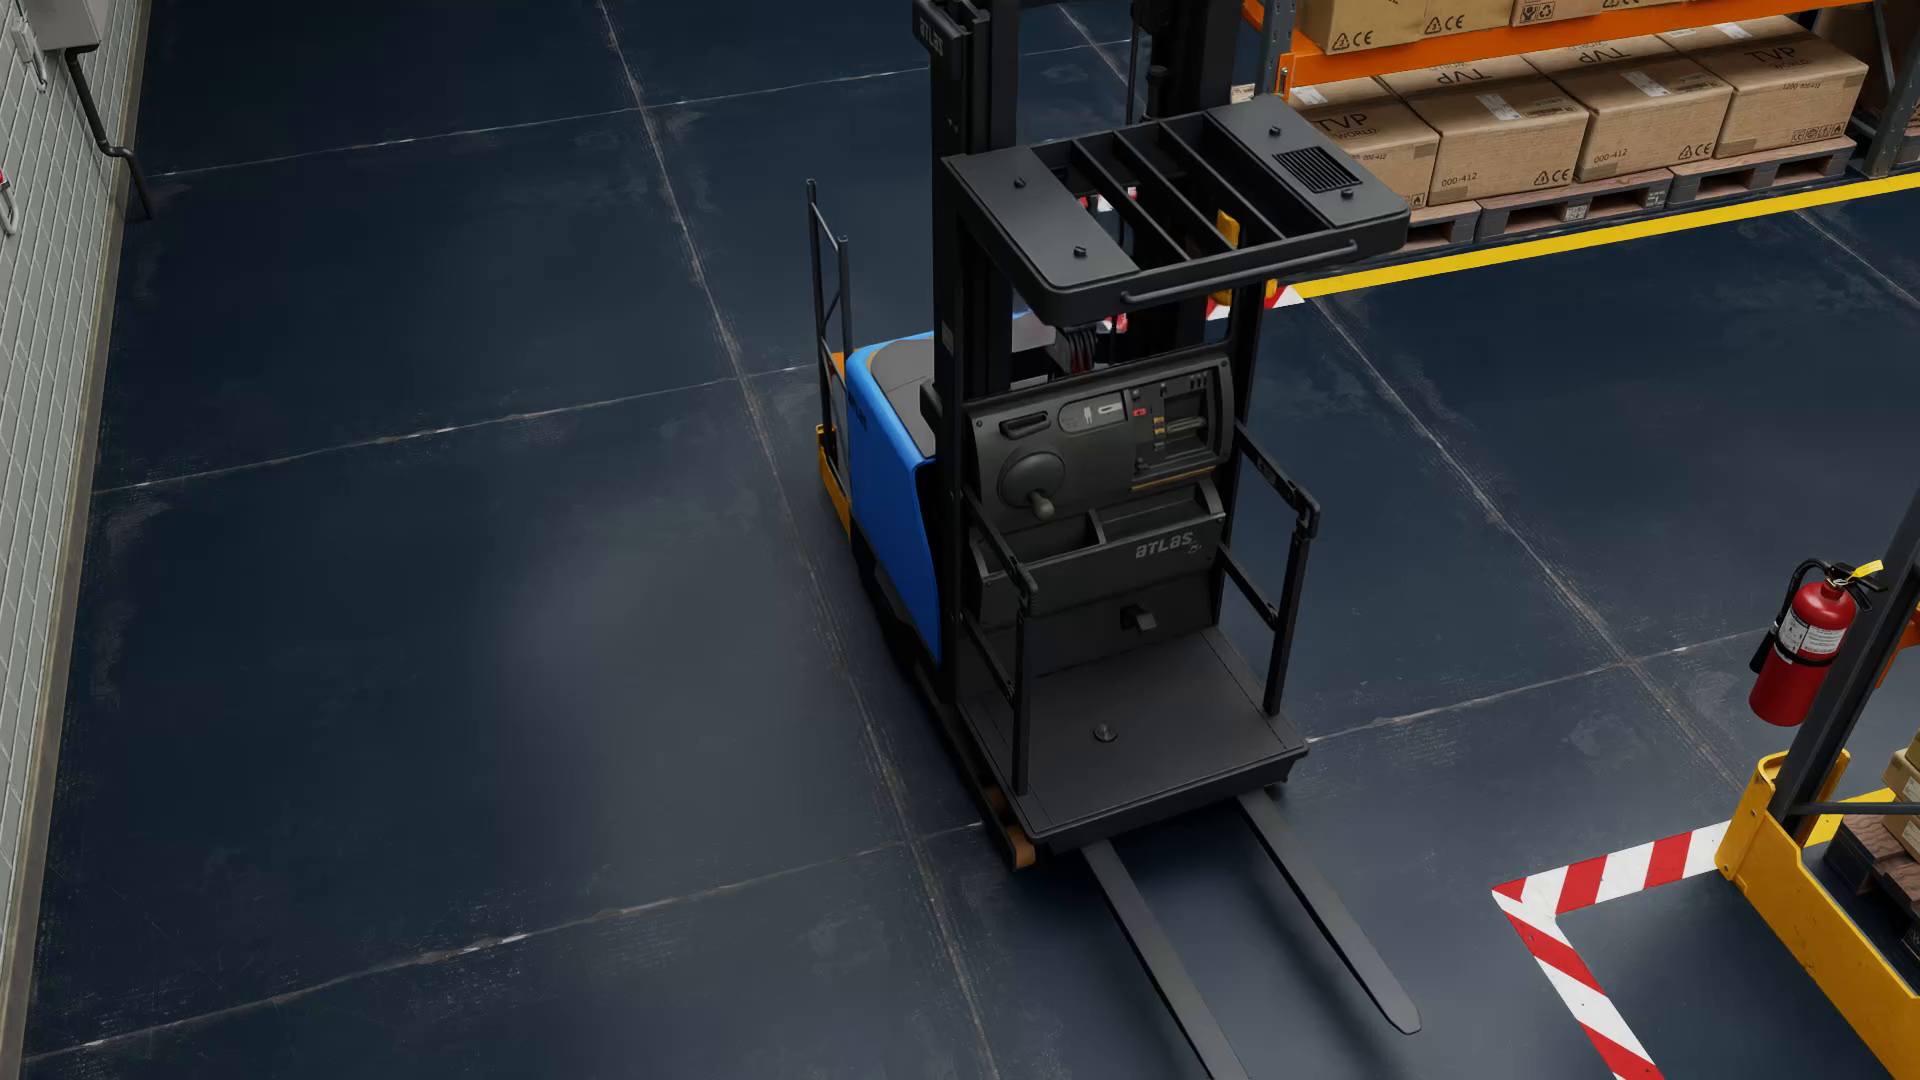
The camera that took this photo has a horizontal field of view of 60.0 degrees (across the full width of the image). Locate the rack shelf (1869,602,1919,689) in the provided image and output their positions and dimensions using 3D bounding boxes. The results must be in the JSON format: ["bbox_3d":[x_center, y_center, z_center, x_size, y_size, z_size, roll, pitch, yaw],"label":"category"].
[{"bbox_3d":[4.850,0.220,5.265,4.000,0.370,1.077,-12,42,-13],"label":"rack shelf"}]

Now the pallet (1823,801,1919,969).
[{"bbox_3d":[3.801,1.241,5.669,1.213,0.211,1.003,-12,42,-13],"label":"pallet"}]

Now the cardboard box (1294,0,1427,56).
[{"bbox_3d":[1.903,-2.695,7.978,0.500,0.500,0.500,-12,43,-13],"label":"cardboard box"}]

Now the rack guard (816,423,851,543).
[{"bbox_3d":[-0.516,-0.244,7.340,0.087,0.250,0.587,-13,43,-14],"label":"rack guard"}]

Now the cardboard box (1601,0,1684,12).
[{"bbox_3d":[3.341,-3.011,8.340,0.500,0.500,0.500,-10,42,-12],"label":"cardboard box"}]

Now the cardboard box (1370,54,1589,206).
[{"bbox_3d":[2.829,-2.315,9.248,0.875,0.438,0.875,-11,42,-12],"label":"cardboard box"}]

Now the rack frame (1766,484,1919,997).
[{"bbox_3d":[2.943,0.344,4.576,0.127,3.000,1.000,-12,42,-13],"label":"rack frame"}]

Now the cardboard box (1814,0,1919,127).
[{"bbox_3d":[5.742,-3.063,9.772,0.875,0.875,0.875,-10,42,-12],"label":"cardboard box"}]

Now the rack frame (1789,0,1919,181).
[{"bbox_3d":[5.175,-3.533,9.014,0.127,3.000,1.000,-12,42,-13],"label":"rack frame"}]

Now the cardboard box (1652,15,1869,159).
[{"bbox_3d":[4.543,-2.669,9.654,0.875,0.438,0.875,-12,43,-14],"label":"cardboard box"}]

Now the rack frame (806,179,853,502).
[{"bbox_3d":[-0.517,-0.715,6.928,0.032,1.500,0.500,-13,43,-14],"label":"rack frame"}]

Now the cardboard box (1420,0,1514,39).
[{"bbox_3d":[2.377,-2.812,8.113,0.500,0.500,0.500,-12,43,-14],"label":"cardboard box"}]

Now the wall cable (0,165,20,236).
[{"bbox_3d":[-4.012,-2.008,6.472,0.123,1.953,0.585,-12,42,-13],"label":"wall cable"}]

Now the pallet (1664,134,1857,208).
[{"bbox_3d":[4.426,-2.381,9.815,1.213,0.211,1.003,-12,42,-13],"label":"pallet"}]

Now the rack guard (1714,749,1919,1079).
[{"bbox_3d":[3.015,1.271,5.416,0.348,0.500,1.175,-12,42,-13],"label":"rack guard"}]

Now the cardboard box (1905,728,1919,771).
[{"bbox_3d":[3.371,0.772,5.482,0.250,0.149,0.380,-11,42,-13],"label":"cardboard box"}]

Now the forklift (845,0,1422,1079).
[{"bbox_3d":[0.561,-0.256,5.315,1.130,2.935,3.031,-15,43,-16],"label":"forklift"}]

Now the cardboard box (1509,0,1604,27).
[{"bbox_3d":[2.868,-2.901,8.215,0.500,0.500,0.500,-12,43,-13],"label":"cardboard box"}]

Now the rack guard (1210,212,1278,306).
[{"bbox_3d":[1.336,-1.796,8.926,0.348,0.500,1.175,-12,42,-13],"label":"rack guard"}]

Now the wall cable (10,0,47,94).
[{"bbox_3d":[-4.449,-2.883,7.498,0.122,1.984,0.588,-12,42,-13],"label":"wall cable"}]

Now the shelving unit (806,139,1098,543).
[{"bbox_3d":[-0.045,-0.821,7.049,1.083,1.500,0.587,-13,43,-14],"label":"shelving unit"}]

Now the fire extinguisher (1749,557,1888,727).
[{"bbox_3d":[2.564,0.274,4.999,0.183,0.674,0.296,-12,42,-13],"label":"fire extinguisher"}]

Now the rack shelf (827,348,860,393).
[{"bbox_3d":[-0.036,-0.687,7.170,1.000,0.185,0.538,-13,43,-14],"label":"rack shelf"}]

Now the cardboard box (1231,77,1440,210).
[{"bbox_3d":[1.959,-2.129,9.035,0.875,0.438,0.875,-13,43,-15],"label":"cardboard box"}]

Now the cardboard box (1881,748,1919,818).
[{"bbox_3d":[3.360,0.864,5.602,0.250,0.149,0.380,-13,43,-14],"label":"cardboard box"}]

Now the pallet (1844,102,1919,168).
[{"bbox_3d":[5.888,-2.682,10.160,1.213,0.211,1.003,-12,42,-13],"label":"pallet"}]

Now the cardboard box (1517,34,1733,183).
[{"bbox_3d":[3.690,-2.492,9.451,0.875,0.438,0.875,-13,43,-14],"label":"cardboard box"}]

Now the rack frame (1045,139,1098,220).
[{"bbox_3d":[0.445,-0.931,7.175,0.032,1.500,0.500,-13,43,-14],"label":"rack frame"}]

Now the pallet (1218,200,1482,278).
[{"bbox_3d":[2.098,-1.899,9.263,1.213,0.211,1.003,-12,42,-13],"label":"pallet"}]

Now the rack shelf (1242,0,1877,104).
[{"bbox_3d":[3.267,-2.867,8.798,4.000,0.370,1.077,-12,42,-13],"label":"rack shelf"}]

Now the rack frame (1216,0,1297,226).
[{"bbox_3d":[1.359,-2.742,8.109,0.127,3.000,1.000,-12,42,-13],"label":"rack frame"}]

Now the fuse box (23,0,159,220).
[{"bbox_3d":[-4.504,-2.475,8.782,0.414,1.711,0.539,-12,42,-13],"label":"fuse box"}]

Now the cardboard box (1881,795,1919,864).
[{"bbox_3d":[3.382,1.025,5.645,0.250,0.149,0.380,-11,42,-12],"label":"cardboard box"}]

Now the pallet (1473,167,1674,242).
[{"bbox_3d":[3.260,-2.138,9.537,1.213,0.211,1.003,-12,42,-13],"label":"pallet"}]
